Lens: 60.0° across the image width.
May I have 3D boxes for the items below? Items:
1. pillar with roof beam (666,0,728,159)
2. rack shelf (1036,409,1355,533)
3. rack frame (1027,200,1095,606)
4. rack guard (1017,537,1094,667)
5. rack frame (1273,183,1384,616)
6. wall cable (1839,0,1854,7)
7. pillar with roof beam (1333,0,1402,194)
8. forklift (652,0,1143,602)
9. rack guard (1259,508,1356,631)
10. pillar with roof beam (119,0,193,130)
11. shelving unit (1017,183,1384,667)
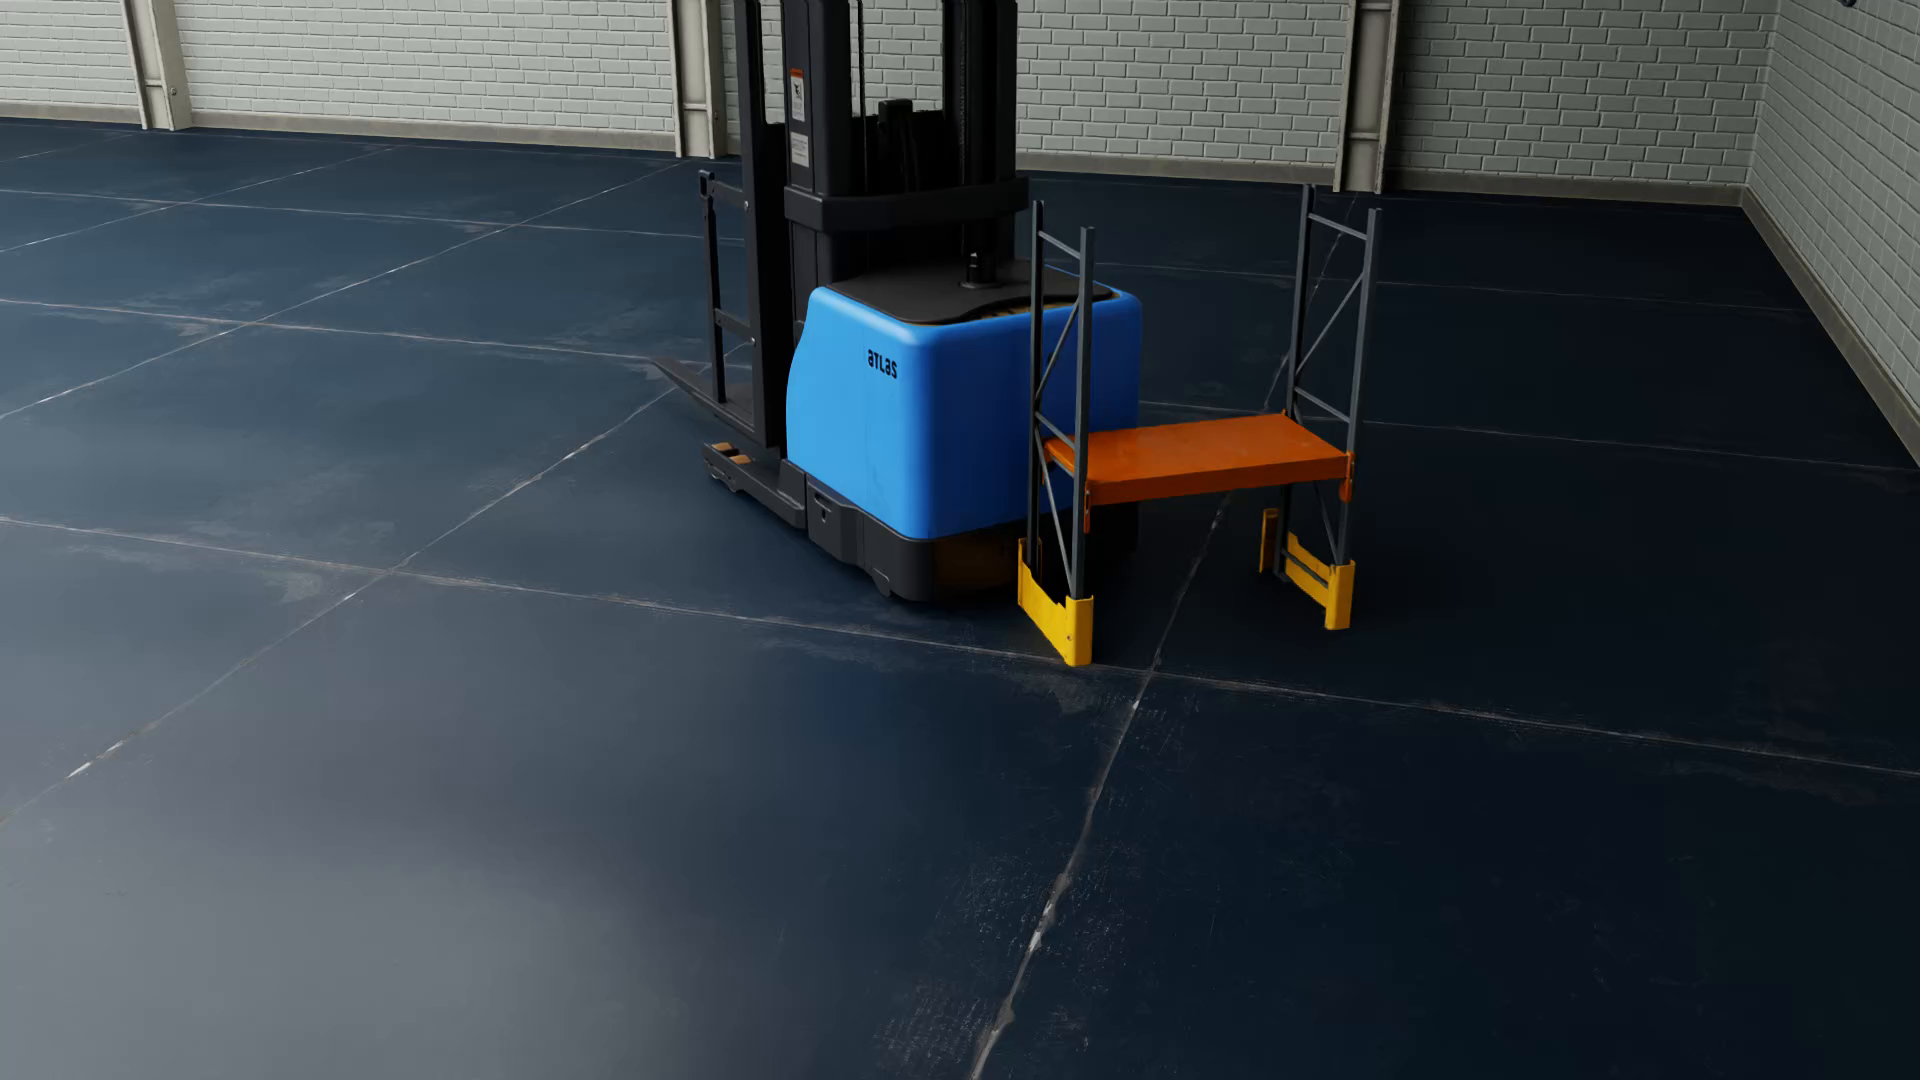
[{"bbox_3d":[-3.650,-6.191,10.006,0.400,9.000,9.100,7,23,16],"label":"pillar with roof beam"},{"bbox_3d":[0.819,-0.256,5.893,1.000,0.185,0.538,-7,23,-16],"label":"rack shelf"},{"bbox_3d":[0.333,-0.366,5.686,0.032,1.500,0.500,-7,23,-16],"label":"rack frame"},{"bbox_3d":[0.334,0.212,5.924,0.087,0.250,0.587,-7,23,-16],"label":"rack guard"},{"bbox_3d":[1.305,-0.480,5.963,0.032,1.500,0.500,-7,23,-16],"label":"rack frame"},{"bbox_3d":[5.777,-4.858,10.847,0.112,2.526,3.097,7,23,16],"label":"wall cable"},{"bbox_3d":[2.095,-5.534,8.403,0.400,9.000,9.100,7,23,16],"label":"pillar with roof beam"},{"bbox_3d":[-0.496,-1.644,6.915,1.130,2.935,3.031,-13,26,-28],"label":"forklift"},{"bbox_3d":[1.286,0.101,6.195,0.087,0.250,0.587,-7,23,-16],"label":"rack guard"},{"bbox_3d":[-9.394,-6.849,11.610,0.400,9.000,9.100,7,23,16],"label":"pillar with roof beam"},{"bbox_3d":[0.810,-0.422,5.822,1.083,1.500,0.587,-7,23,-16],"label":"shelving unit"}]
